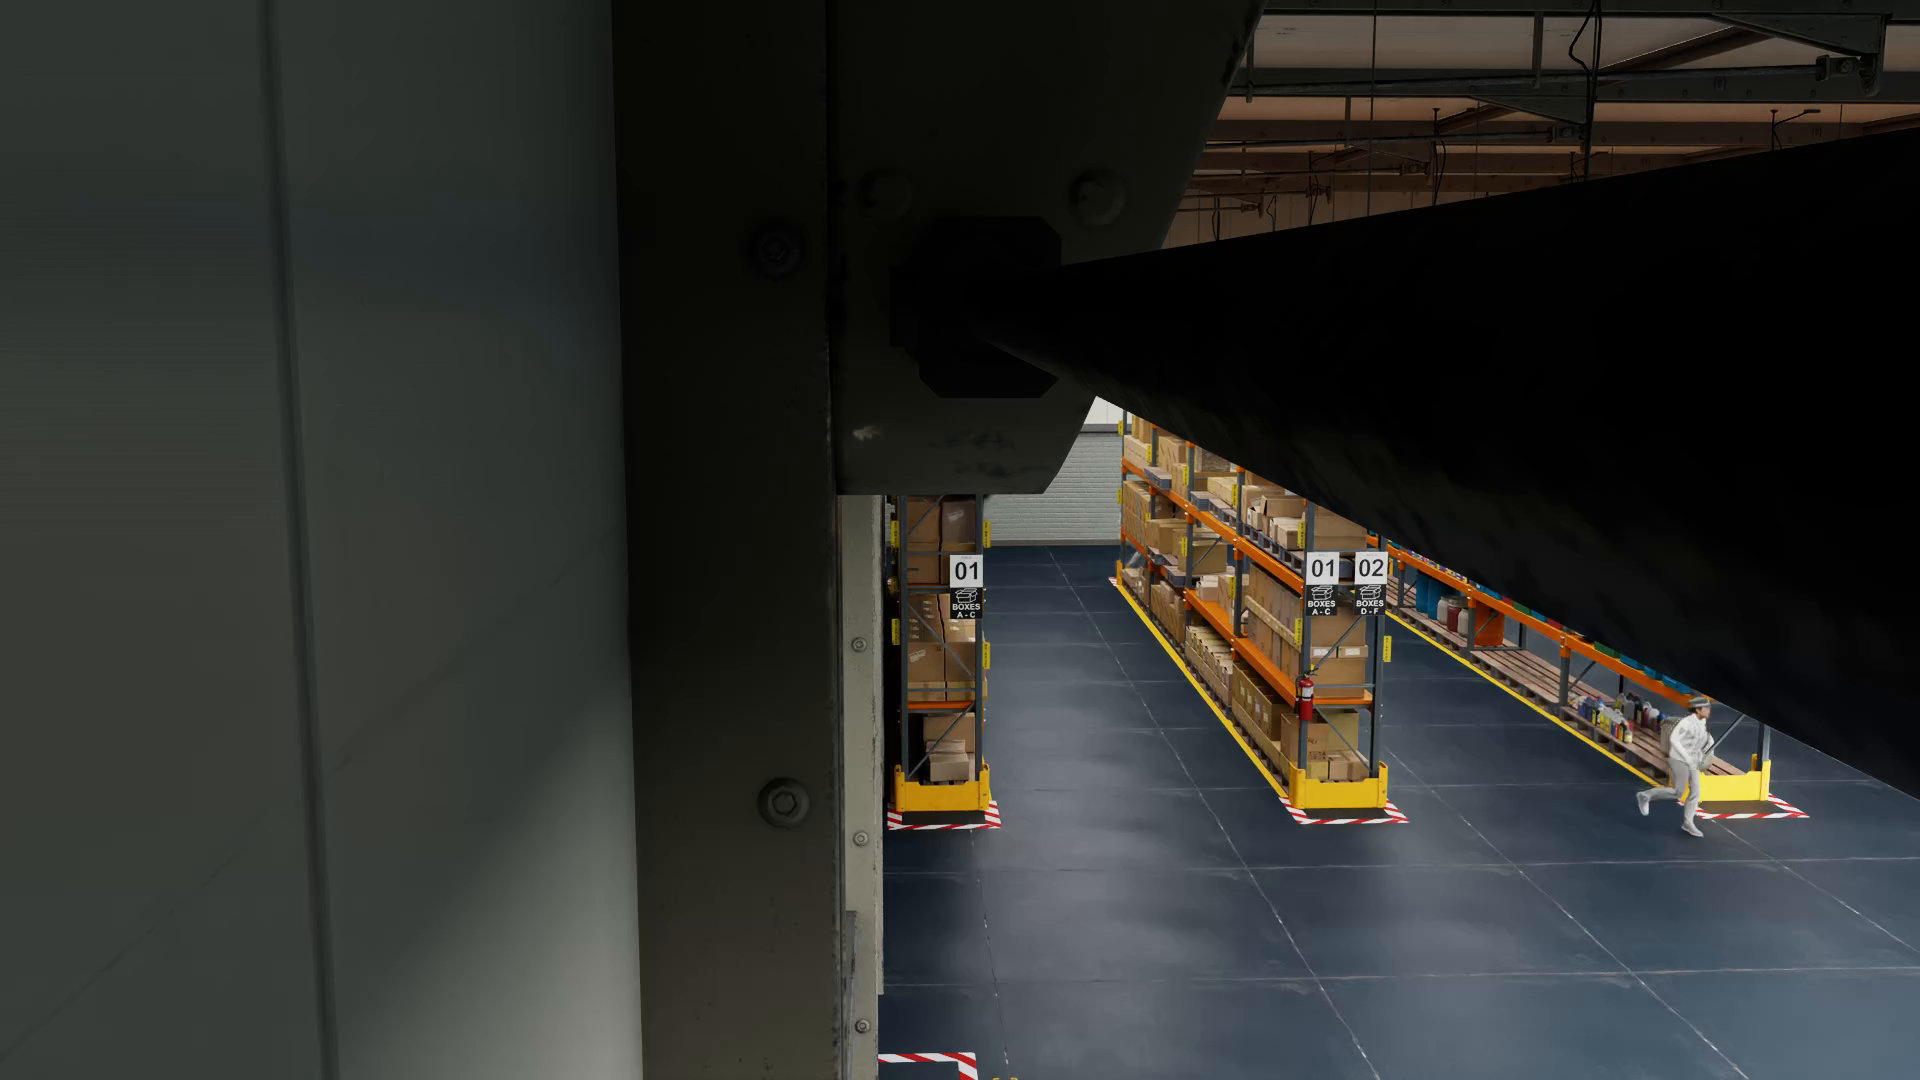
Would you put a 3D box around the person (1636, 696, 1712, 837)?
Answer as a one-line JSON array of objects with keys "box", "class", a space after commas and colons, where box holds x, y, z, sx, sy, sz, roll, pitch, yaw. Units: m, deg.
[{"box": [8.588, 2.625, 19.858, 0.825, 1.641, 0.652, 8, 12, 43], "class": "person"}]

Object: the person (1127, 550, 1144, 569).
[{"box": [4.230, -0.002, 37.637, 0.829, 1.682, 0.665, -1, 8, -5], "class": "person"}]
